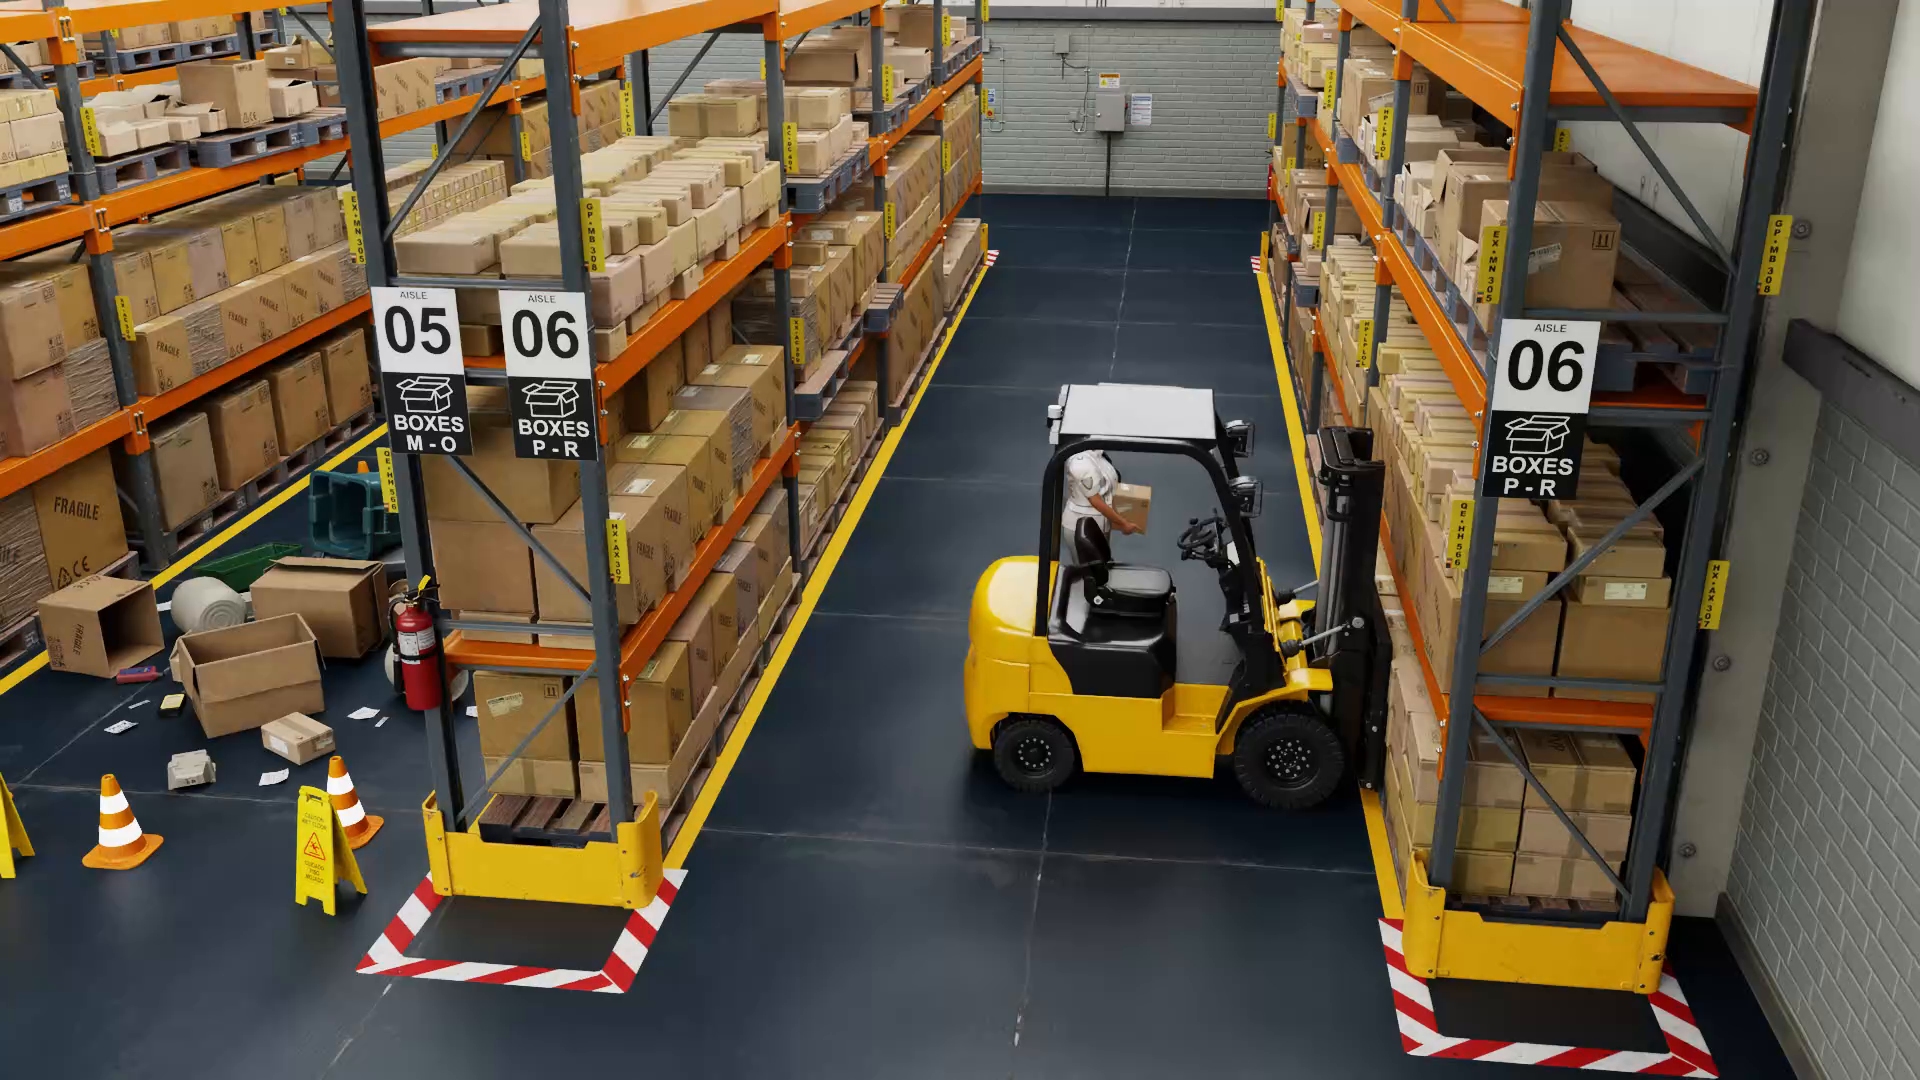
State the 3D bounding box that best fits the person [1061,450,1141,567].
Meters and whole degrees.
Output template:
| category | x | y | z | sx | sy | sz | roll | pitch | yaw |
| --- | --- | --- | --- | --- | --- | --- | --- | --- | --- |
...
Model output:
| category | x | y | z | sx | sy | sz | roll | pitch | yaw |
| --- | --- | --- | --- | --- | --- | --- | --- | --- | --- |
| person | 0.956 | -0.057 | 11.282 | 0.541 | 1.622 | 0.453 | 3 | 21 | 7 |
